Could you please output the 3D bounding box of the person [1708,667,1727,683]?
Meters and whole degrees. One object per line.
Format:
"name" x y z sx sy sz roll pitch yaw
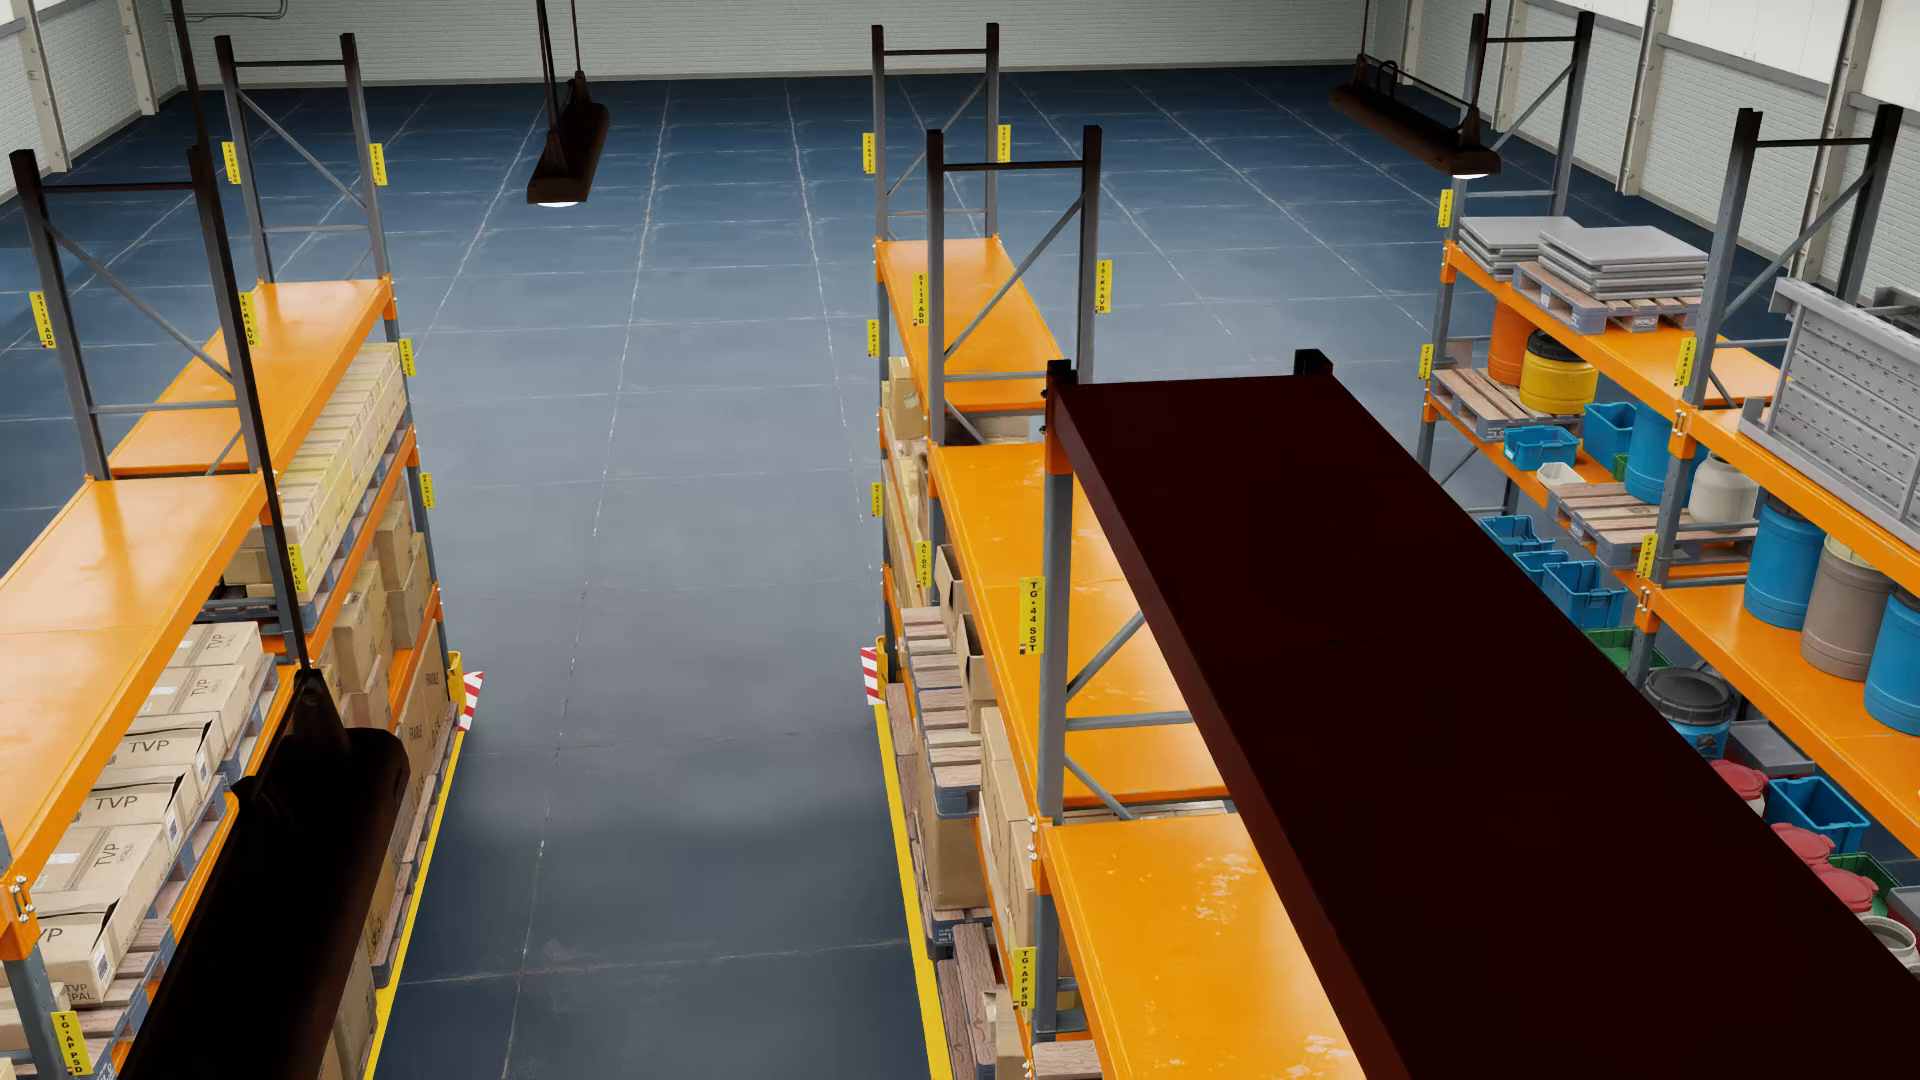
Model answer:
"person" 7.271 0.687 15.048 0.523 1.731 1.019 -16 30 -29
